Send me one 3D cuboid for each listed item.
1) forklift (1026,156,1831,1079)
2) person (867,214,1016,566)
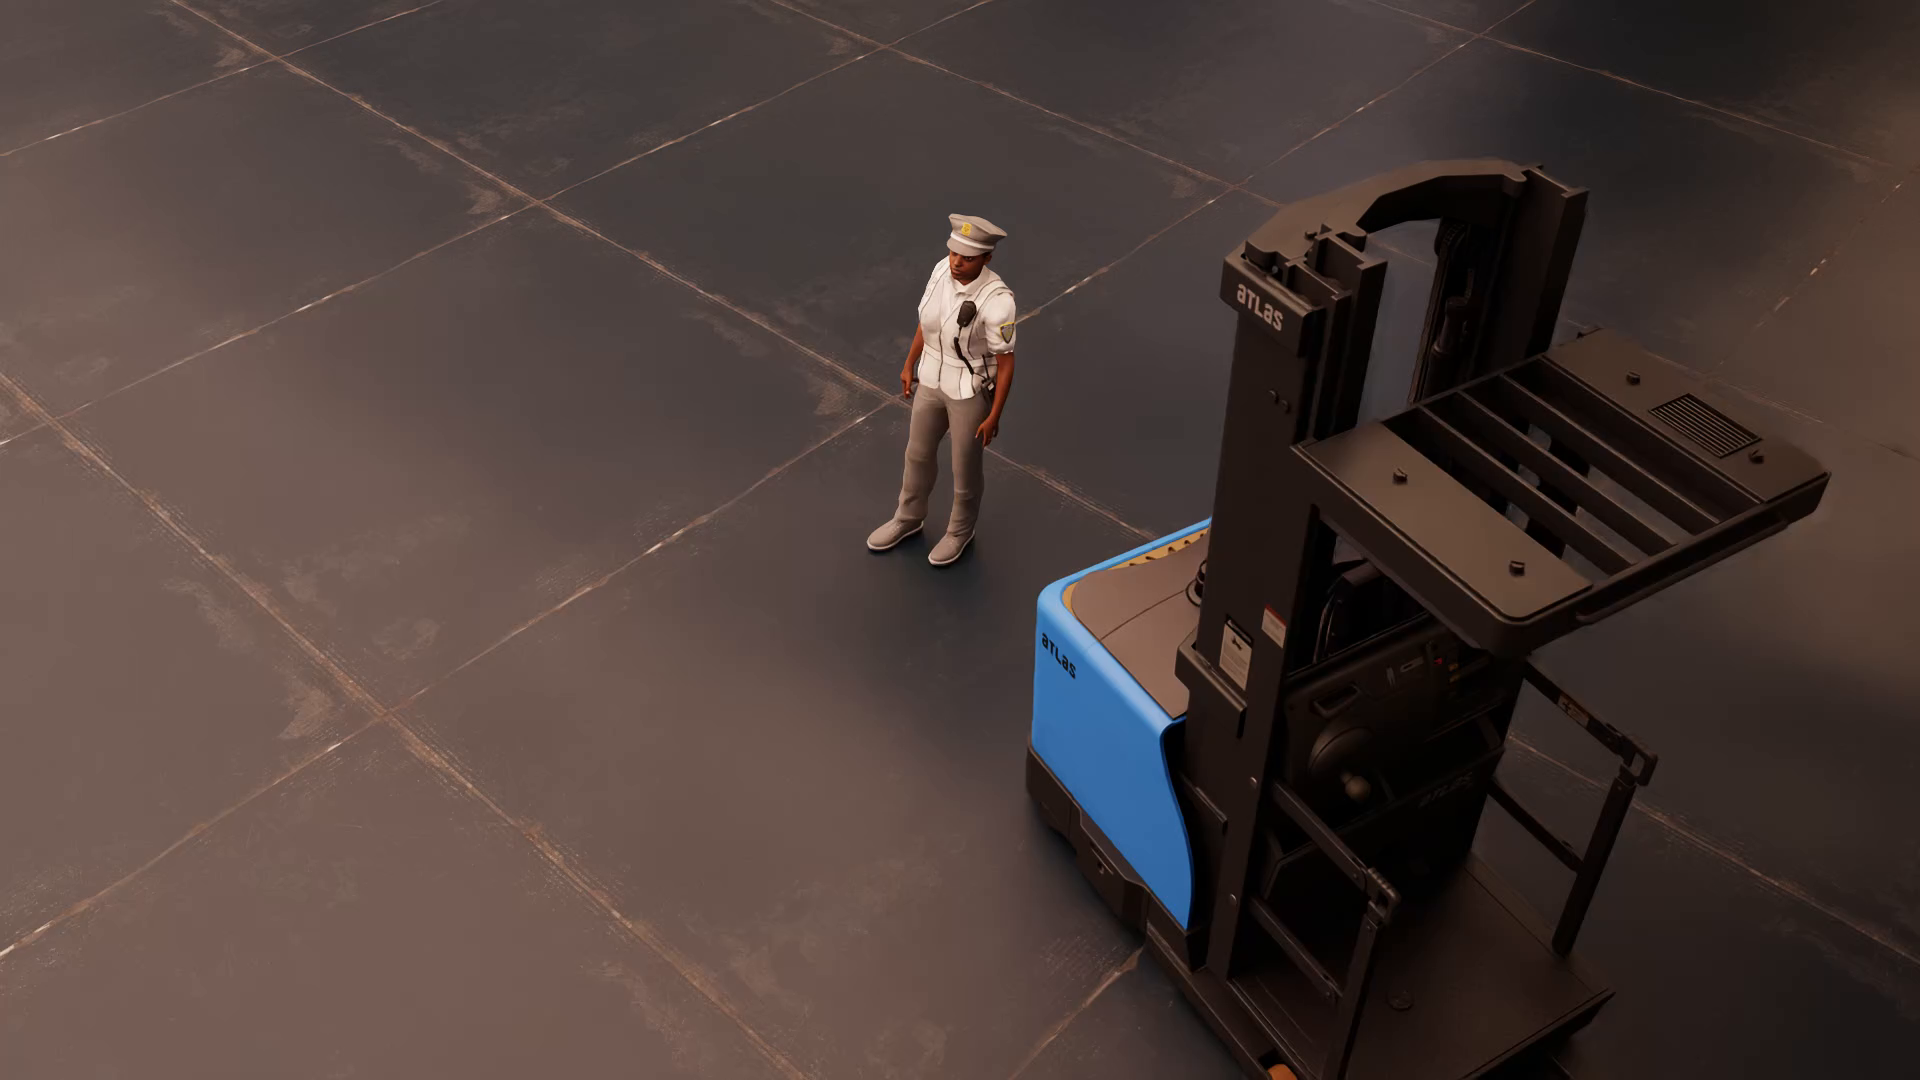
[{"bbox_3d":[1.440,0.537,4.802,1.130,2.935,3.031,-21,45,-23],"label":"forklift"},{"bbox_3d":[-0.065,-0.621,7.091,0.570,1.695,0.530,31,49,31],"label":"person"}]
